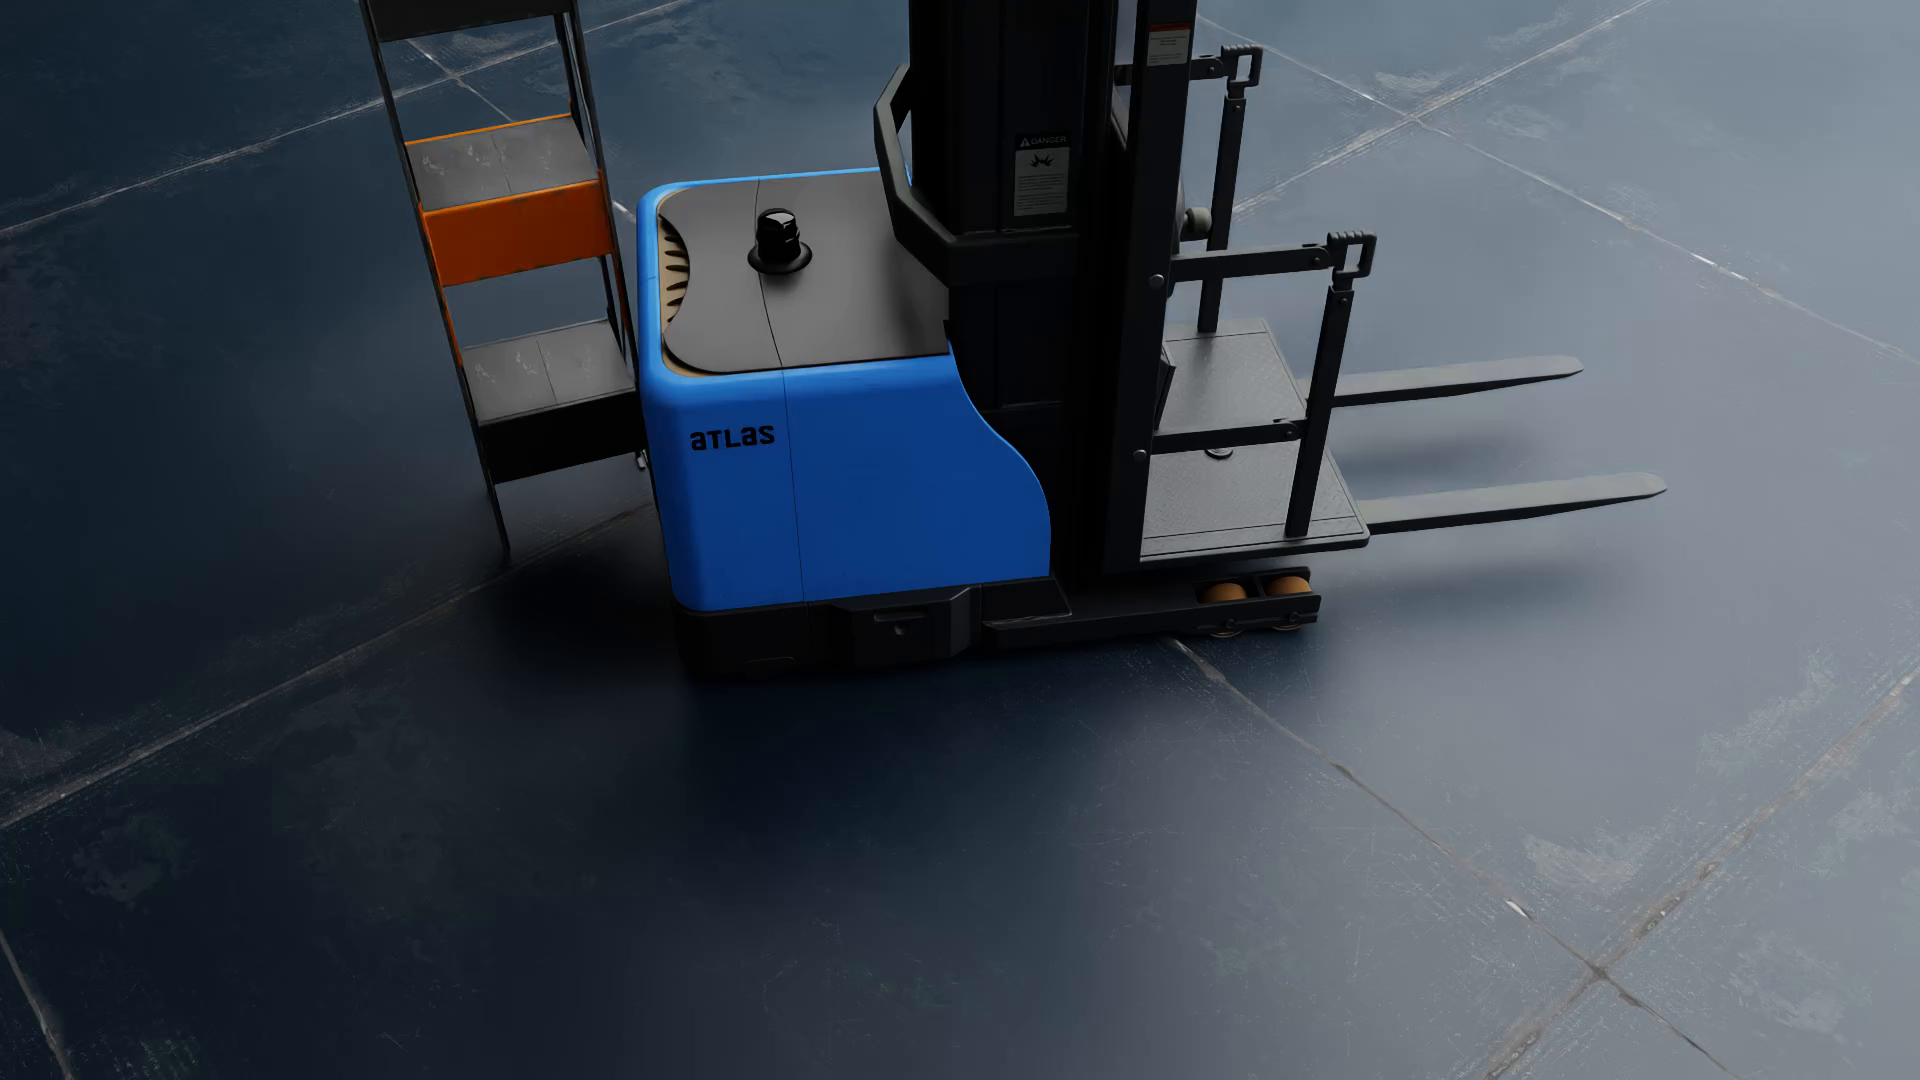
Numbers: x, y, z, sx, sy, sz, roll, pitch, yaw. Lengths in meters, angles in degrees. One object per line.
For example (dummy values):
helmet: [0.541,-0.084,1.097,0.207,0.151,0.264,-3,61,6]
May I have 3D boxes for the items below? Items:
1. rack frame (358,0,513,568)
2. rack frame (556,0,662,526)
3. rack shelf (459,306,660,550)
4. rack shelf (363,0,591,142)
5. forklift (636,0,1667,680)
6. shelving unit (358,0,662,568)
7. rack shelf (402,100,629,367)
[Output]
rack frame: [-1.469,-0.809,4.576,0.015,2.100,0.400,-15,45,-15]
rack frame: [-1.013,-0.929,4.701,0.015,2.100,0.400,-15,45,-15]
rack shelf: [-1.237,-0.347,5.126,0.480,0.518,0.431,-15,45,-15]
rack shelf: [-1.244,-1.370,4.170,0.480,0.518,0.431,-15,45,-15]
forklift: [0.622,-1.133,4.315,3.031,2.935,1.130,-6,44,-6]
shelving unit: [-1.241,-0.869,4.638,0.503,2.100,0.431,-15,45,-15]
rack shelf: [-1.241,-0.859,4.648,0.480,0.518,0.431,-15,45,-15]
